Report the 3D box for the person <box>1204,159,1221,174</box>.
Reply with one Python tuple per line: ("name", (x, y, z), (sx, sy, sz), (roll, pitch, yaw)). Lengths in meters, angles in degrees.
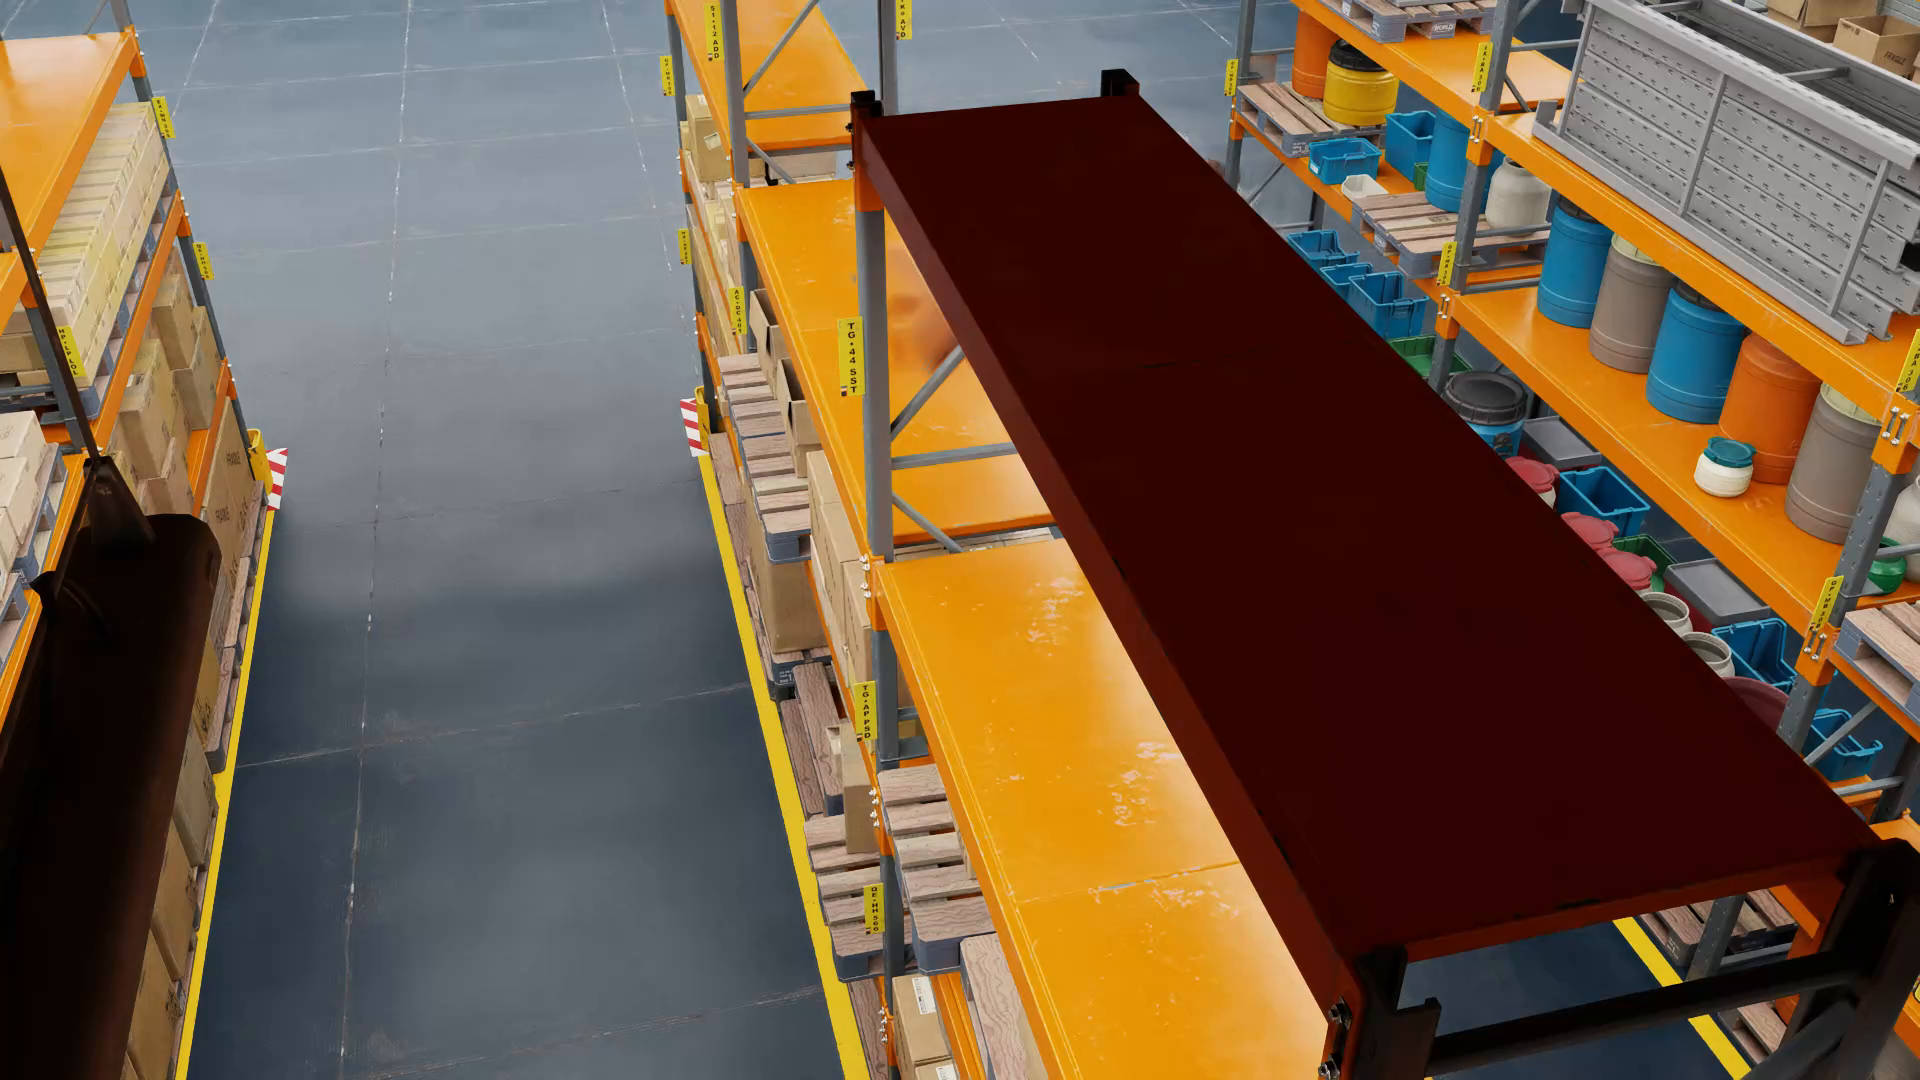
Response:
("person", (2.581, -3.254, 17.454), (0.603, 1.603, 0.541), (7, 35, 11))
